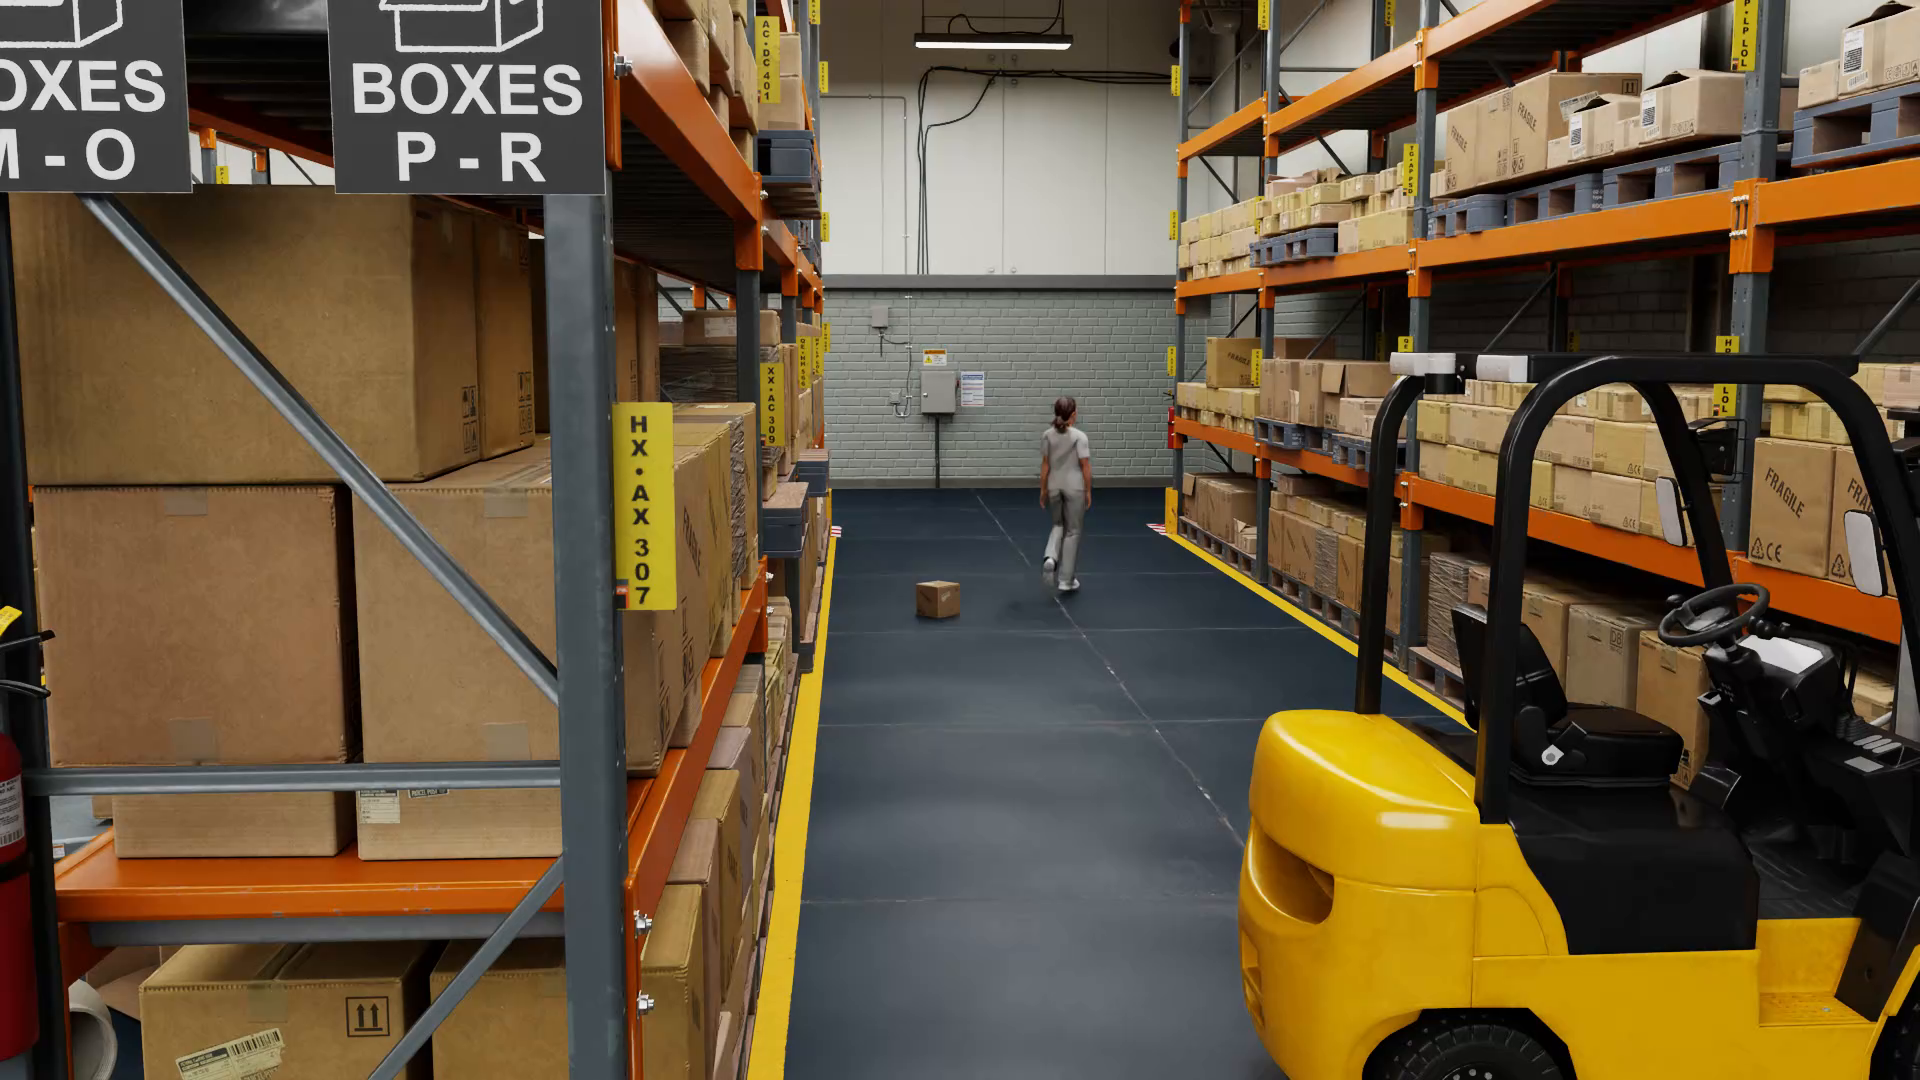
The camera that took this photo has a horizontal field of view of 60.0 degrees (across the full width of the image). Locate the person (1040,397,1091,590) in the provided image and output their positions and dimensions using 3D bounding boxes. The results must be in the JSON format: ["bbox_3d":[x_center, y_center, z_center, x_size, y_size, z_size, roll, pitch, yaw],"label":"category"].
[{"bbox_3d":[0.924,-0.403,14.337,0.470,1.666,0.470,4,8,30],"label":"person"}]
